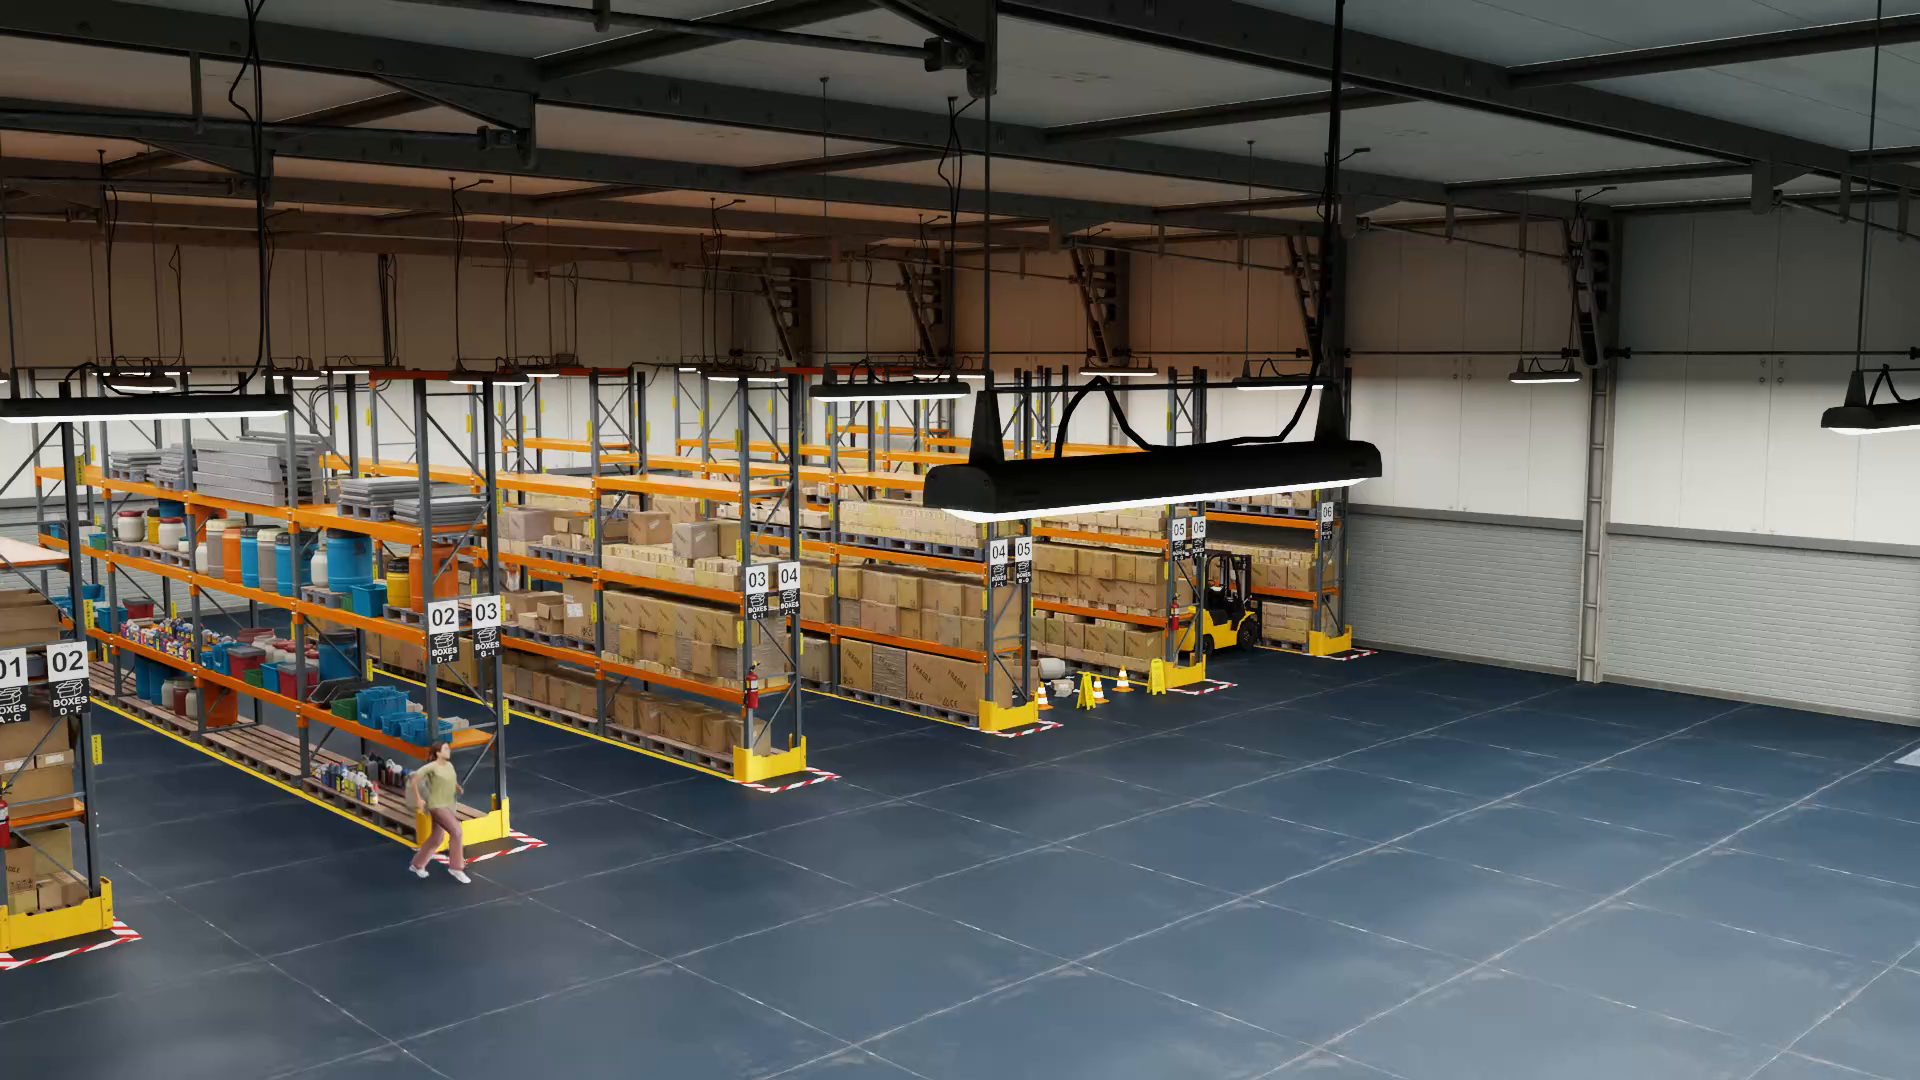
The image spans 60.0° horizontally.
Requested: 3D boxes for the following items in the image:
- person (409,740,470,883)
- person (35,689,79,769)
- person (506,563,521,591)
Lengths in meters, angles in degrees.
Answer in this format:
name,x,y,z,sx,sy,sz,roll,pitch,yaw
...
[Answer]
name,x,y,z,sx,sy,sz,roll,pitch,yaw
person,-6.215,3.242,20.040,0.814,1.664,0.577,1,7,12
person,-13.766,2.589,25.431,0.970,1.826,0.730,6,9,43
person,-9.776,1.342,36.487,0.616,1.852,0.783,-5,8,-37
